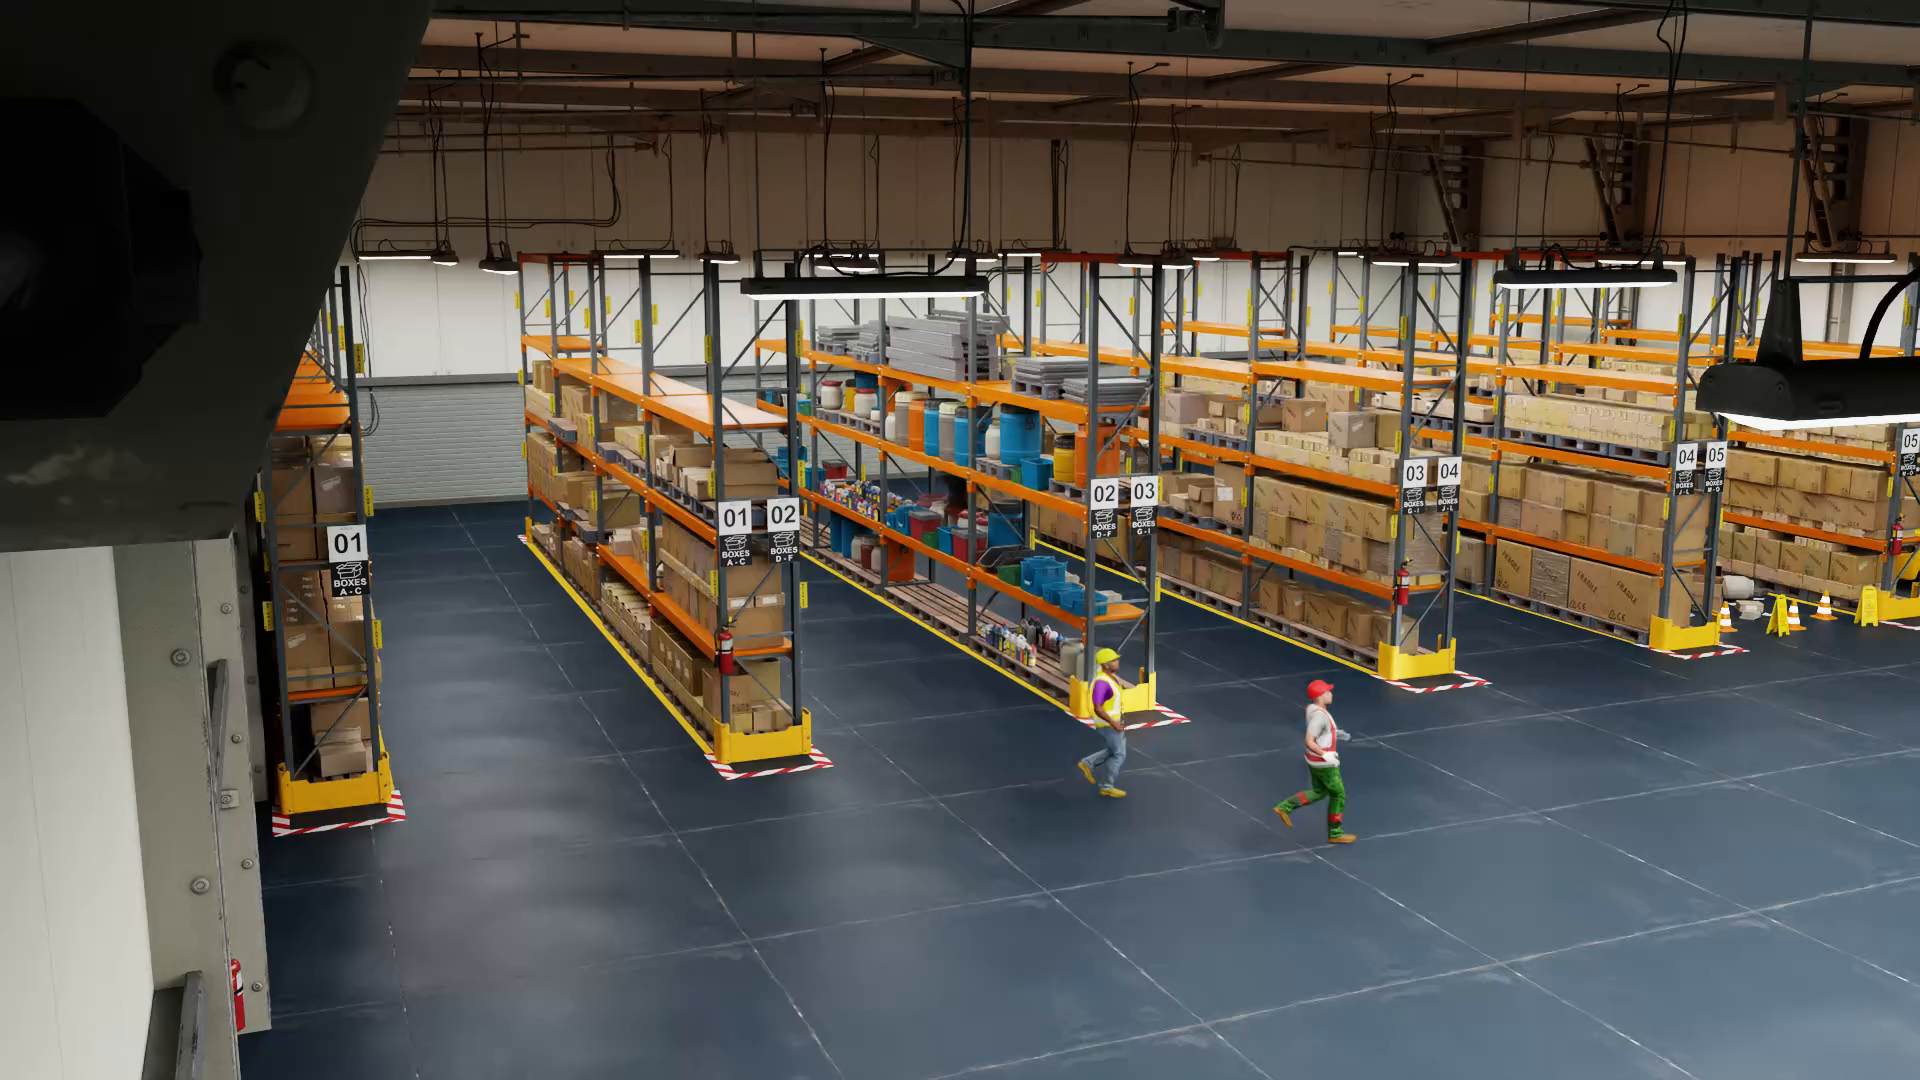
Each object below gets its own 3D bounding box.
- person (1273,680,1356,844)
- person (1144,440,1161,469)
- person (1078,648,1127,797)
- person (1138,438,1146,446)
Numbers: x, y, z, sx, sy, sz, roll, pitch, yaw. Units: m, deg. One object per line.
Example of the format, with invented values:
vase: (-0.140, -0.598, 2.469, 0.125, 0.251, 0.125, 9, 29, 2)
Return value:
person: (3.775, 2.326, 17.451, 0.829, 1.760, 0.669, 1, 10, 3)
person: (4.304, -1.431, 37.996, 0.670, 1.771, 0.864, -3, 11, -17)
person: (1.625, 2.073, 18.954, 0.561, 1.732, 0.677, 1, 10, 7)
person: (4.487, -2.029, 41.355, 0.734, 1.809, 0.693, -9, 13, -39)
